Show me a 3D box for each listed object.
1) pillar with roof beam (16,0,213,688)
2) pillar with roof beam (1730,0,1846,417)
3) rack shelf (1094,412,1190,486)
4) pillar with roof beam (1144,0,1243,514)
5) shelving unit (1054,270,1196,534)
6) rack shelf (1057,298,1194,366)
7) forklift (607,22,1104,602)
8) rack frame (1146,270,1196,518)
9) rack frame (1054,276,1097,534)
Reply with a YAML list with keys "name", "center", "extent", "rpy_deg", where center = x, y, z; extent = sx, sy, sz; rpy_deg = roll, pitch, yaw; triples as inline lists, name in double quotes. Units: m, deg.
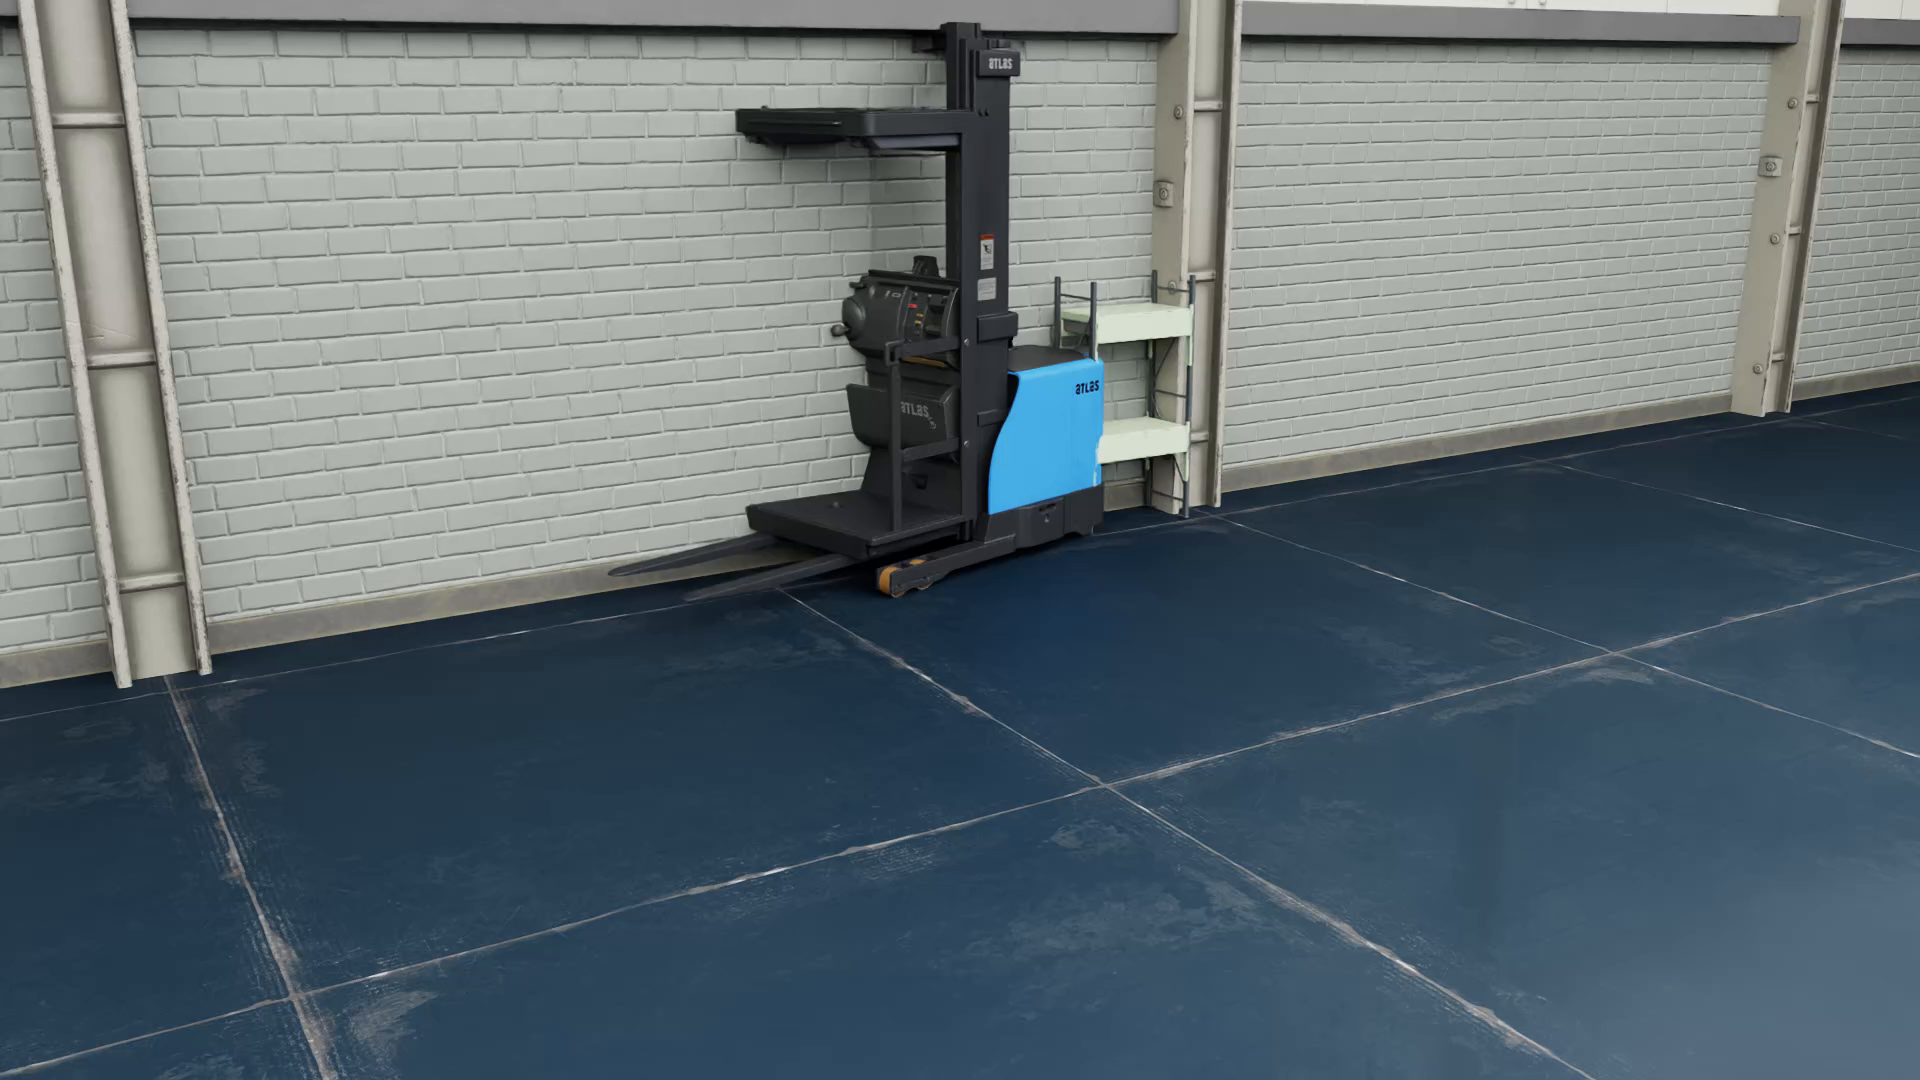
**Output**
- name: "pillar with roof beam"
  center: [-1.496, -2.728, 2.970]
  extent: [0.400, 9.000, 9.100]
  rpy_deg: [-9, 18, -30]
- name: "pillar with roof beam"
  center: [8.791, -4.396, 8.921]
  extent: [0.400, 9.000, 9.100]
  rpy_deg: [-9, 18, -30]
- name: "rack shelf"
  center: [0.993, -0.539, 10.211]
  extent: [0.720, 0.370, 0.431]
  rpy_deg: [-9, 17, -30]
- name: "pillar with roof beam"
  center: [3.647, -3.562, 5.946]
  extent: [0.400, 9.000, 9.100]
  rpy_deg: [-9, 18, -30]
- name: "shelving unit"
  center: [0.992, -0.855, 10.129]
  extent: [0.755, 1.500, 0.431]
  rpy_deg: [-9, 17, -30]
- name: "rack shelf"
  center: [0.991, -1.232, 10.031]
  extent: [0.720, 0.370, 0.431]
  rpy_deg: [-9, 17, -30]
- name: "forklift"
  center: [-0.515, -1.260, 8.975]
  extent: [1.130, 2.935, 3.031]
  rpy_deg: [14, 21, 42]
- name: "rack frame"
  center: [1.304, -0.904, 10.314]
  extent: [0.023, 1.500, 0.400]
  rpy_deg: [-9, 17, -30]
- name: "rack frame"
  center: [0.680, -0.805, 9.944]
  extent: [0.023, 1.500, 0.400]
  rpy_deg: [-9, 17, -30]
